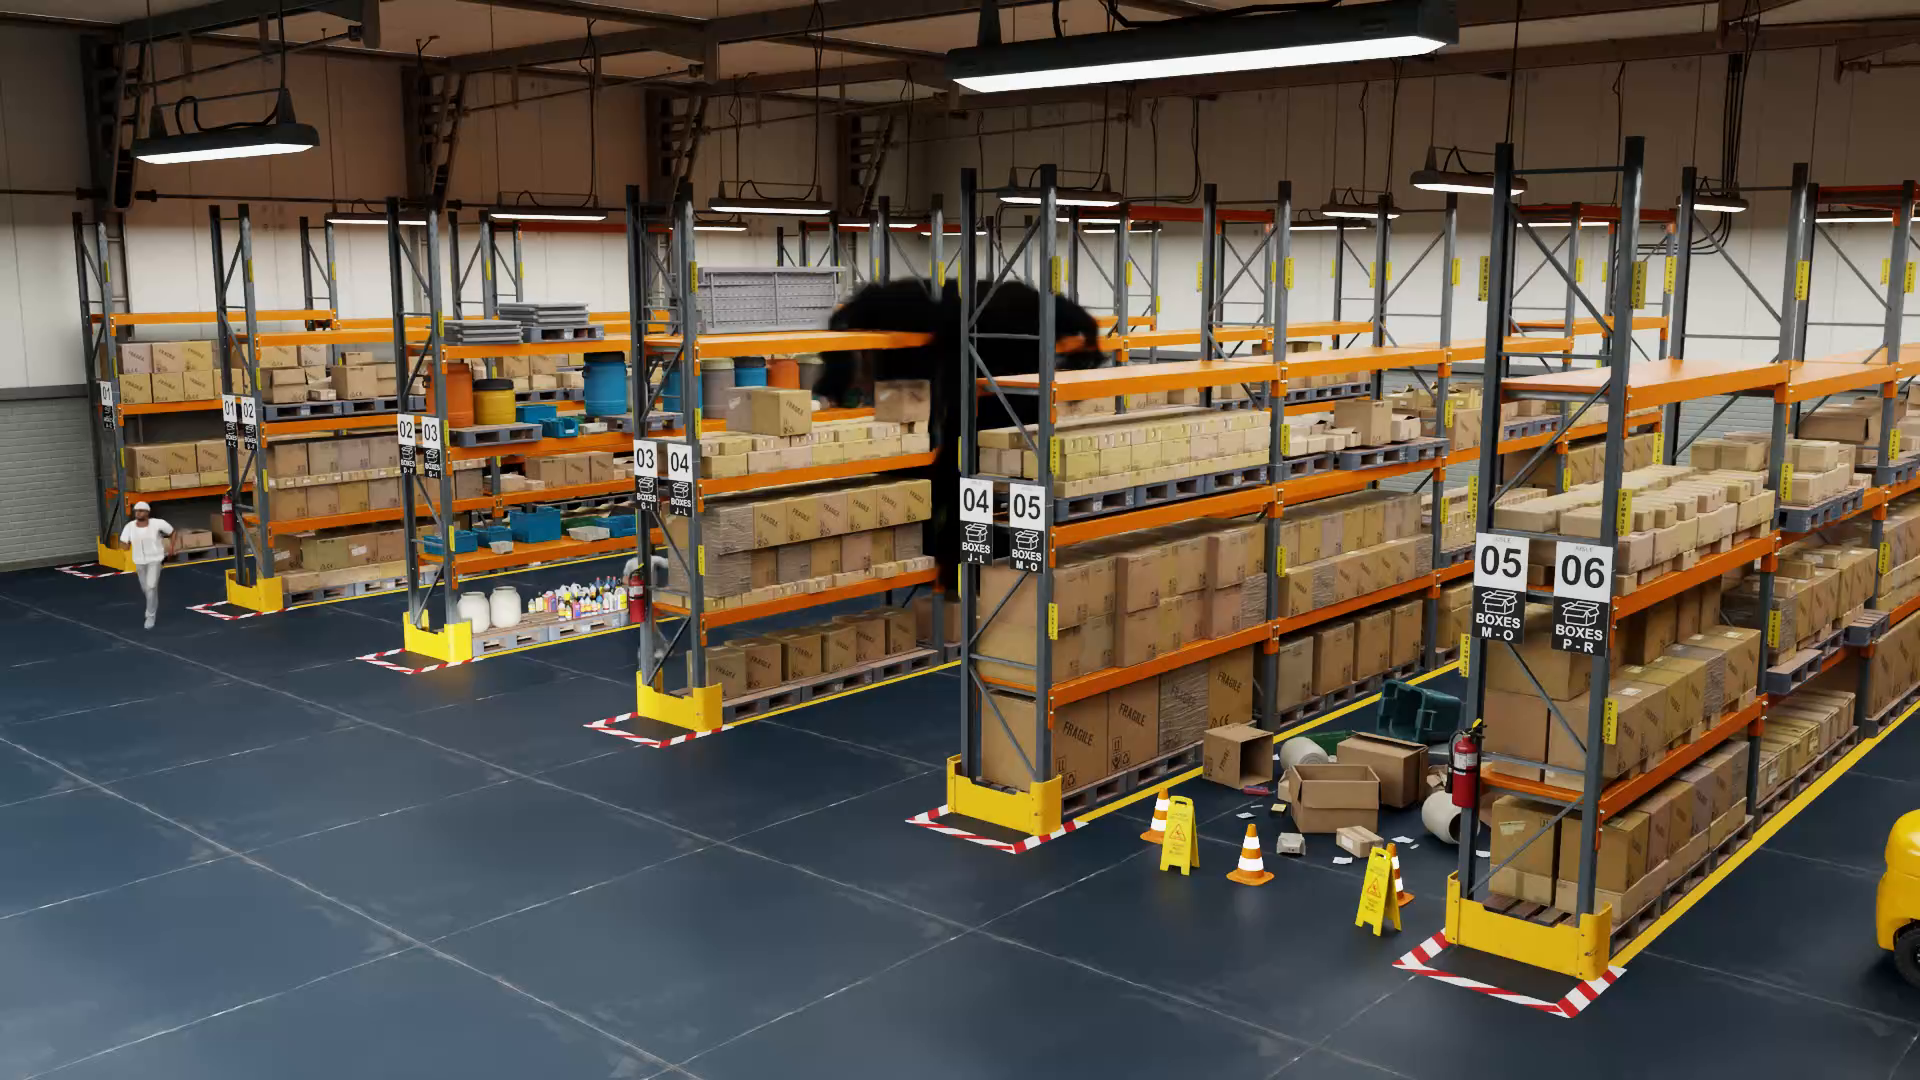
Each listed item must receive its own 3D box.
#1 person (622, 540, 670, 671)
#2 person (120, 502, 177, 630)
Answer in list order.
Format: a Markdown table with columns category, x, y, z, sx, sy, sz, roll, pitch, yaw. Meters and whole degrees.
| category | x | y | z | sx | sy | sz | roll | pitch | yaw |
| --- | --- | --- | --- | --- | --- | --- | --- | --- | --- |
| person | -4.027 | 0.815 | 21.473 | 0.588 | 1.743 | 0.809 | 3 | 10 | 15 |
| person | -11.697 | 0.319 | 24.001 | 0.711 | 1.788 | 0.985 | -1 | 10 | -6 |
